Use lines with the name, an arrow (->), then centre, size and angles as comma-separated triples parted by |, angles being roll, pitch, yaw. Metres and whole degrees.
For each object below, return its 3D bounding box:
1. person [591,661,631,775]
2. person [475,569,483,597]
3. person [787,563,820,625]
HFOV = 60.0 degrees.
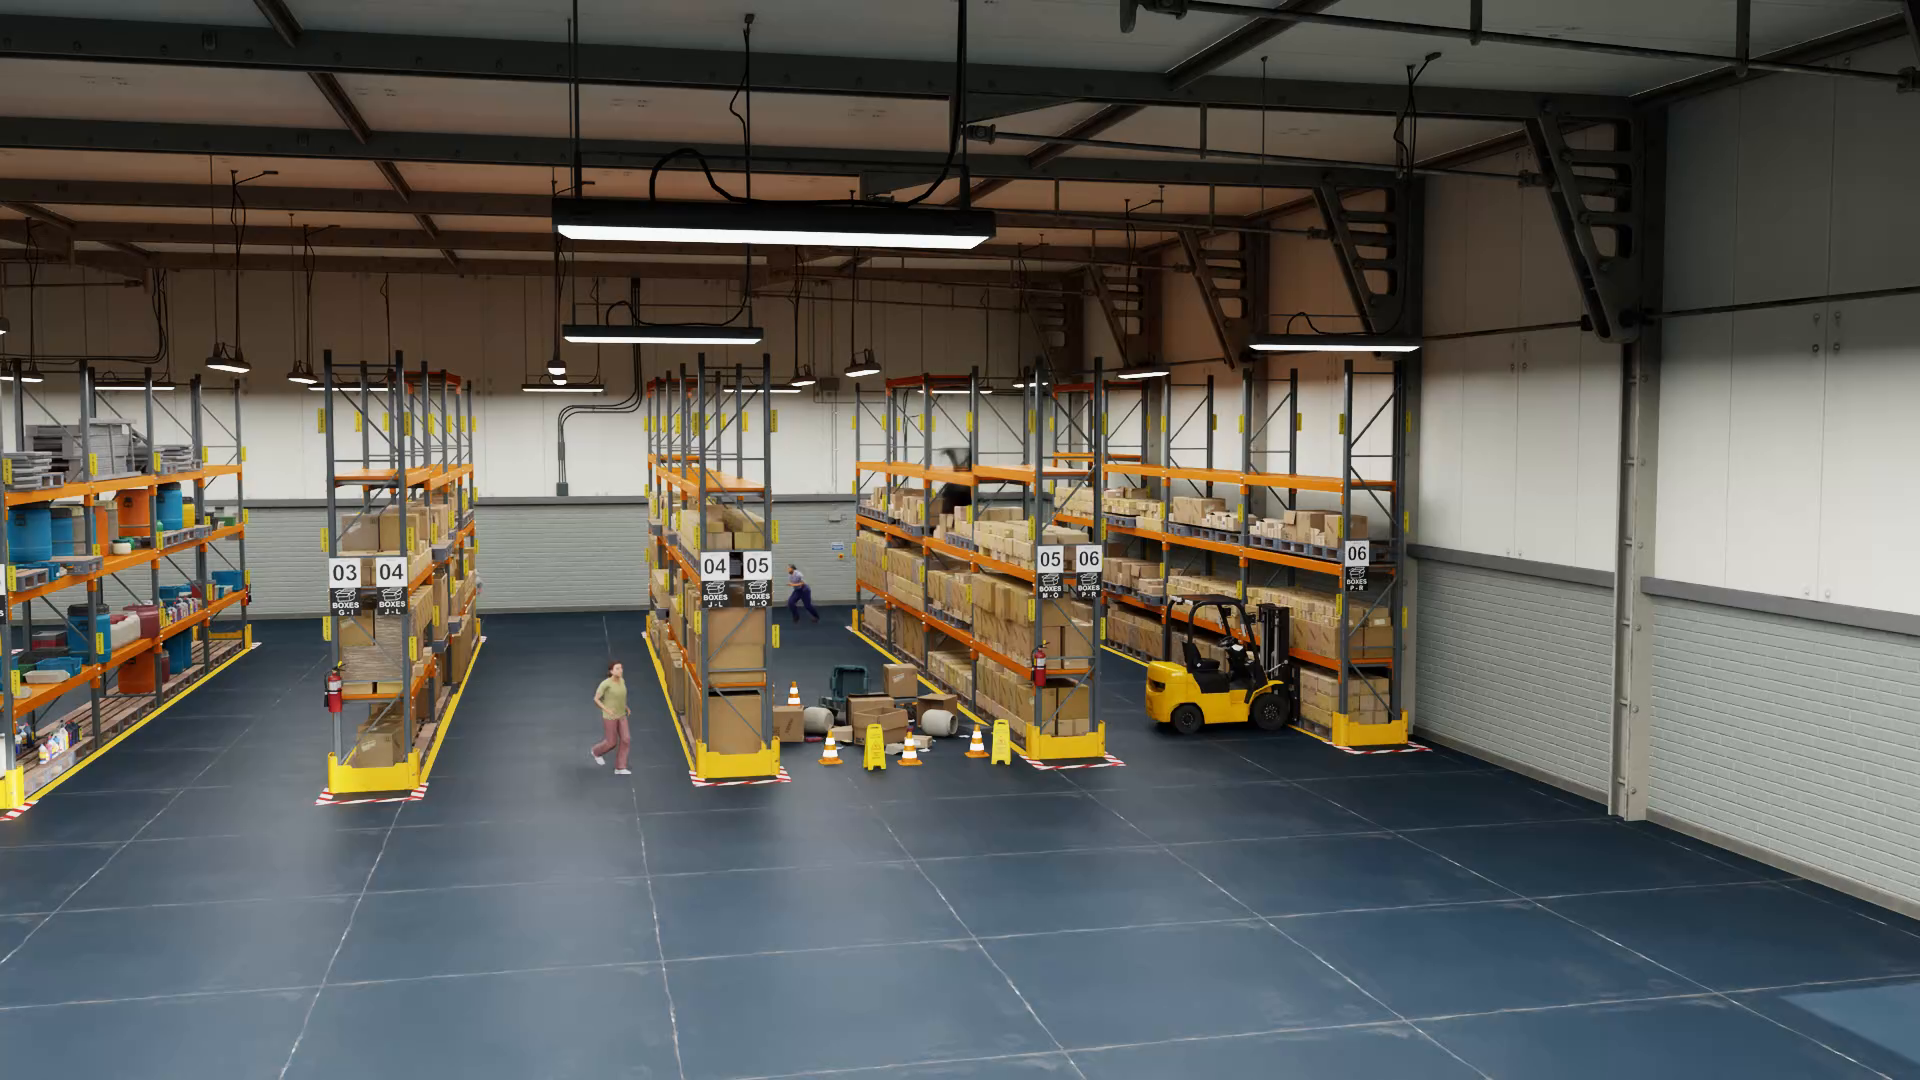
person -> -4.996, 2.530, 23.832 | 0.804, 1.630, 0.600 | 3, 5, 40
person -> -11.999, 1.430, 40.418 | 0.676, 1.544, 1.211 | -3, 5, -36
person -> -3.959, 1.371, 41.670 | 0.948, 1.582, 0.655 | -3, 5, -34
